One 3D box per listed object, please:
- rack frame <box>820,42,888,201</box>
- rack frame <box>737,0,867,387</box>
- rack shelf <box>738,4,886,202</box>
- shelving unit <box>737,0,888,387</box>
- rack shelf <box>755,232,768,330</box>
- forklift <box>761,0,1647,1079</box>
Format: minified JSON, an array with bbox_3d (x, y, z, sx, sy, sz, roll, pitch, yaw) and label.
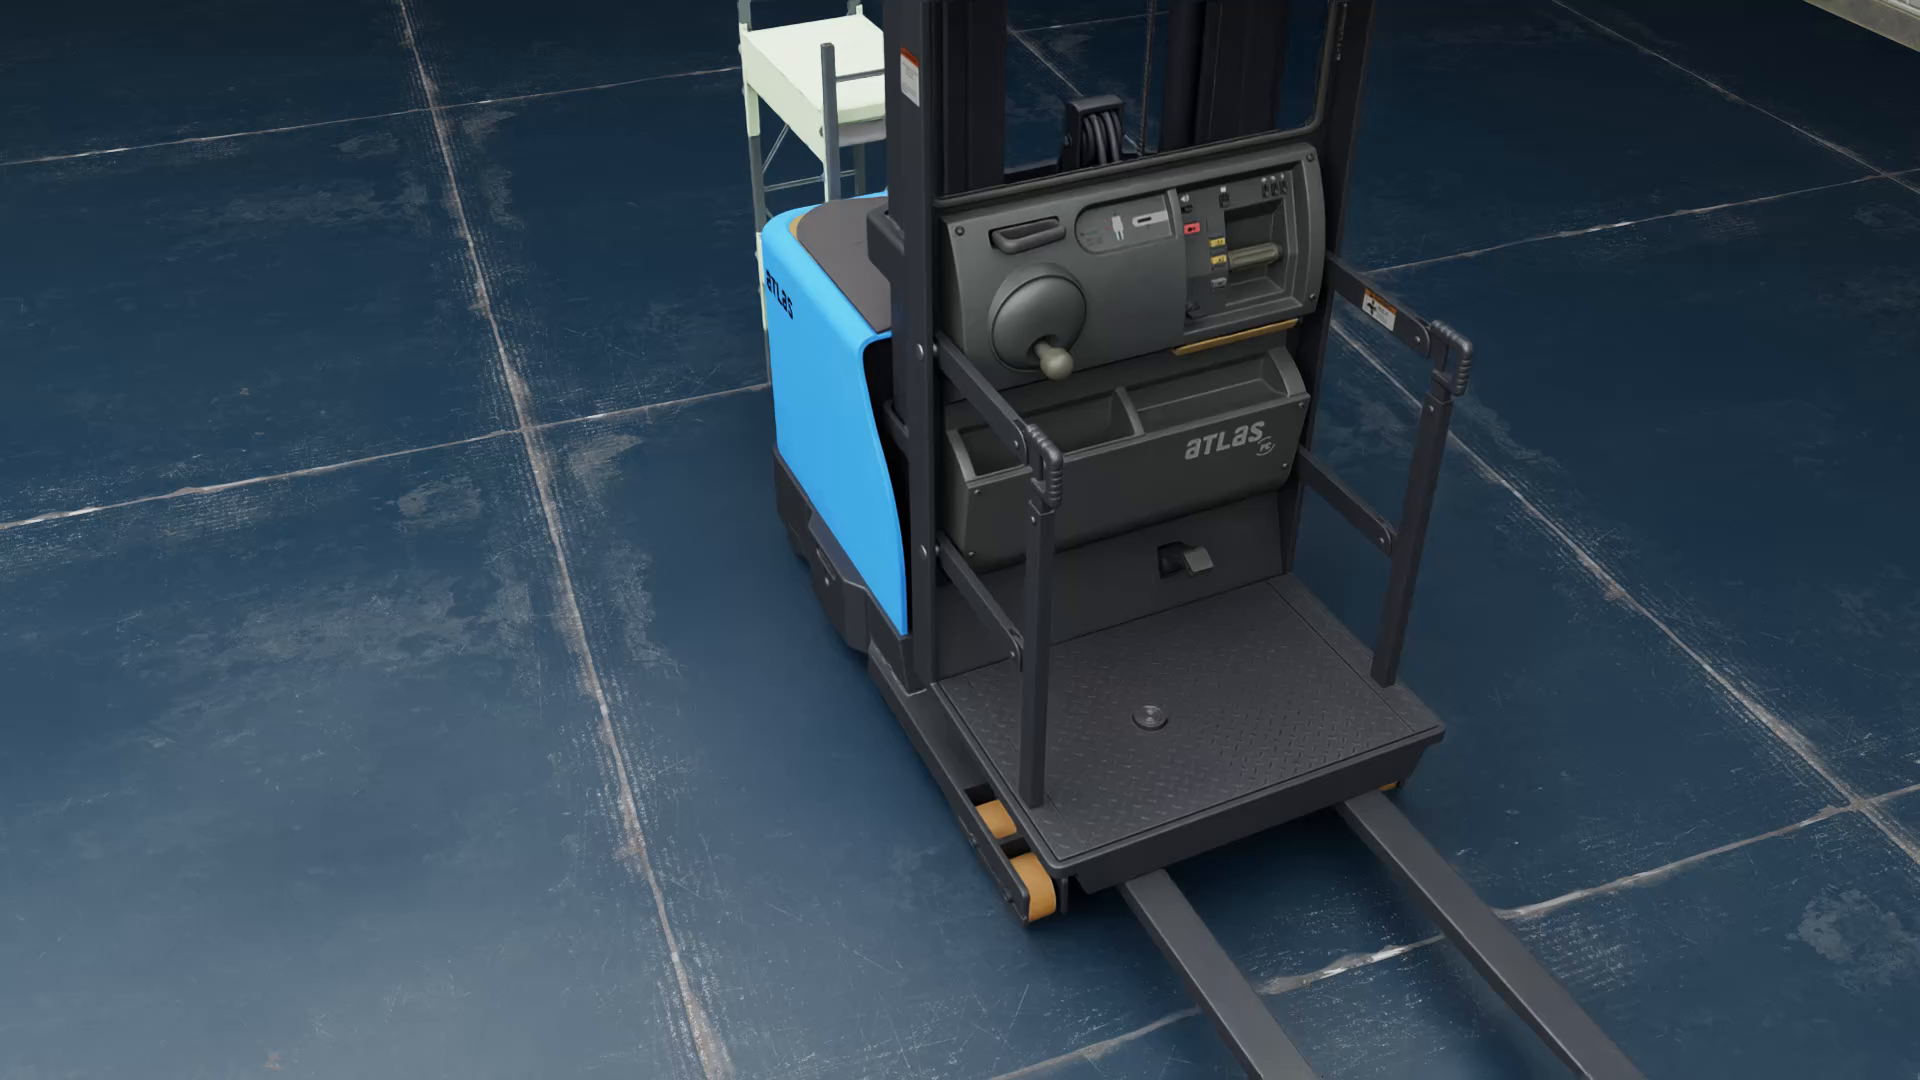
[{"bbox_3d":[-0.199,-0.808,5.076,0.400,1.500,0.023,-16,40,-20],"label":"rack frame"},{"bbox_3d":[-0.506,-1.208,5.607,0.400,1.500,0.023,-16,40,-20],"label":"rack frame"},{"bbox_3d":[-0.353,-1.320,5.107,0.431,0.370,0.720,-16,40,-20],"label":"rack shelf"},{"bbox_3d":[-0.353,-1.008,5.342,0.431,1.500,0.755,-16,40,-20],"label":"shelving unit"},{"bbox_3d":[-0.353,-0.748,5.538,0.431,0.370,0.720,-16,40,-20],"label":"rack shelf"},{"bbox_3d":[0.501,-0.550,3.544,1.130,2.935,3.031,-16,40,-20],"label":"forklift"}]
